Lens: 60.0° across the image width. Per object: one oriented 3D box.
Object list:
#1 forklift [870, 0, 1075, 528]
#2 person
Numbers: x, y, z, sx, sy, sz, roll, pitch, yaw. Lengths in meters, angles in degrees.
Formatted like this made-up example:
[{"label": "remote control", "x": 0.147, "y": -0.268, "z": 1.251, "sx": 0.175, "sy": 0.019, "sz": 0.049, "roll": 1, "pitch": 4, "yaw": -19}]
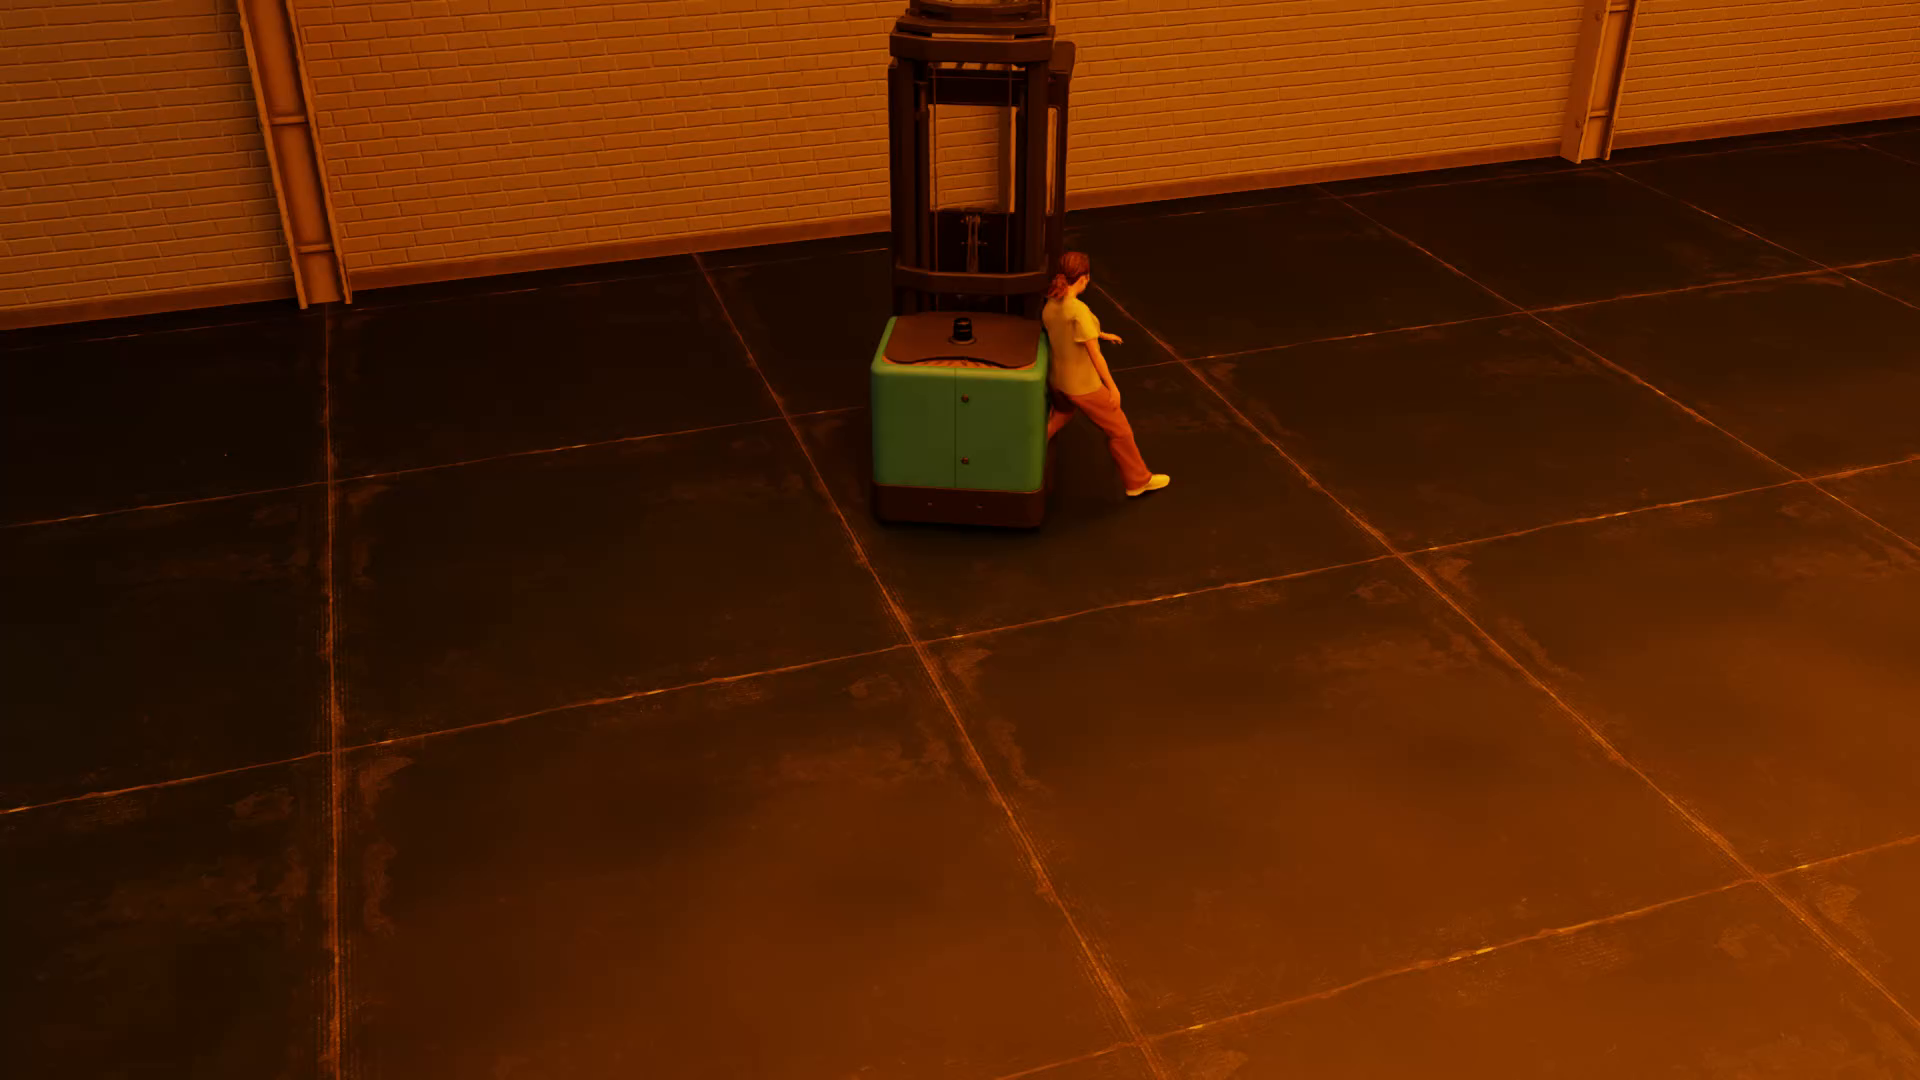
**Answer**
[{"label": "forklift", "x": 0.139, "y": -2.055, "z": 10.659, "sx": 1.130, "sy": 2.935, "sz": 3.031, "roll": 3, "pitch": 30, "yaw": 6}, {"label": "person", "x": 0.816, "y": -1.006, "z": 10.148, "sx": 0.857, "sy": 1.564, "sz": 0.764, "roll": -19, "pitch": 35, "yaw": -30}]
